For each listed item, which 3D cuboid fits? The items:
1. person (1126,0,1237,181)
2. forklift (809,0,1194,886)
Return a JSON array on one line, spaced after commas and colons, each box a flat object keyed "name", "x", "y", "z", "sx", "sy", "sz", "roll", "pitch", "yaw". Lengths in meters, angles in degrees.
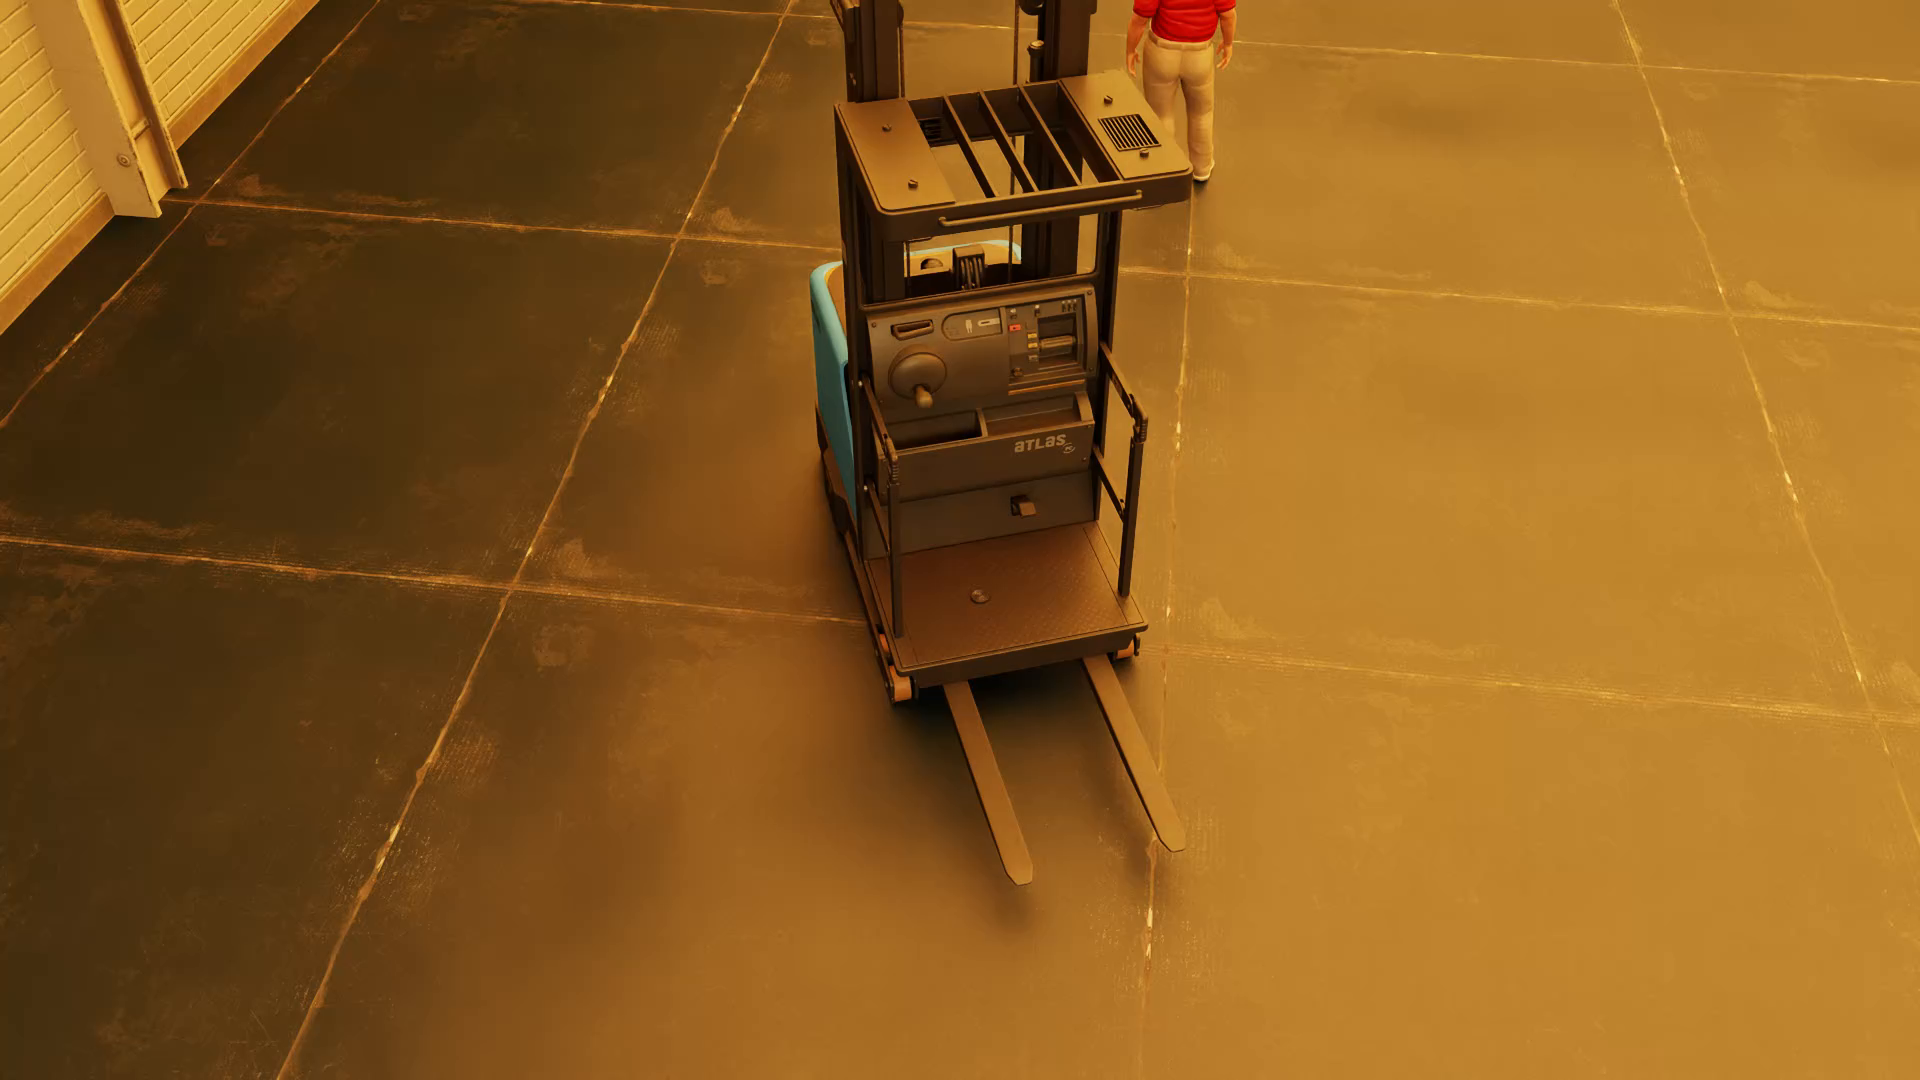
[{"name": "person", "x": 1.278, "y": -2.876, "z": 9.734, "sx": 0.640, "sy": 1.727, "sz": 0.551, "roll": 0, "pitch": 43, "yaw": 0}, {"name": "forklift", "x": 0.153, "y": -0.681, "z": 6.465, "sx": 1.130, "sy": 2.935, "sz": 3.031, "roll": -10, "pitch": 44, "yaw": -11}]
